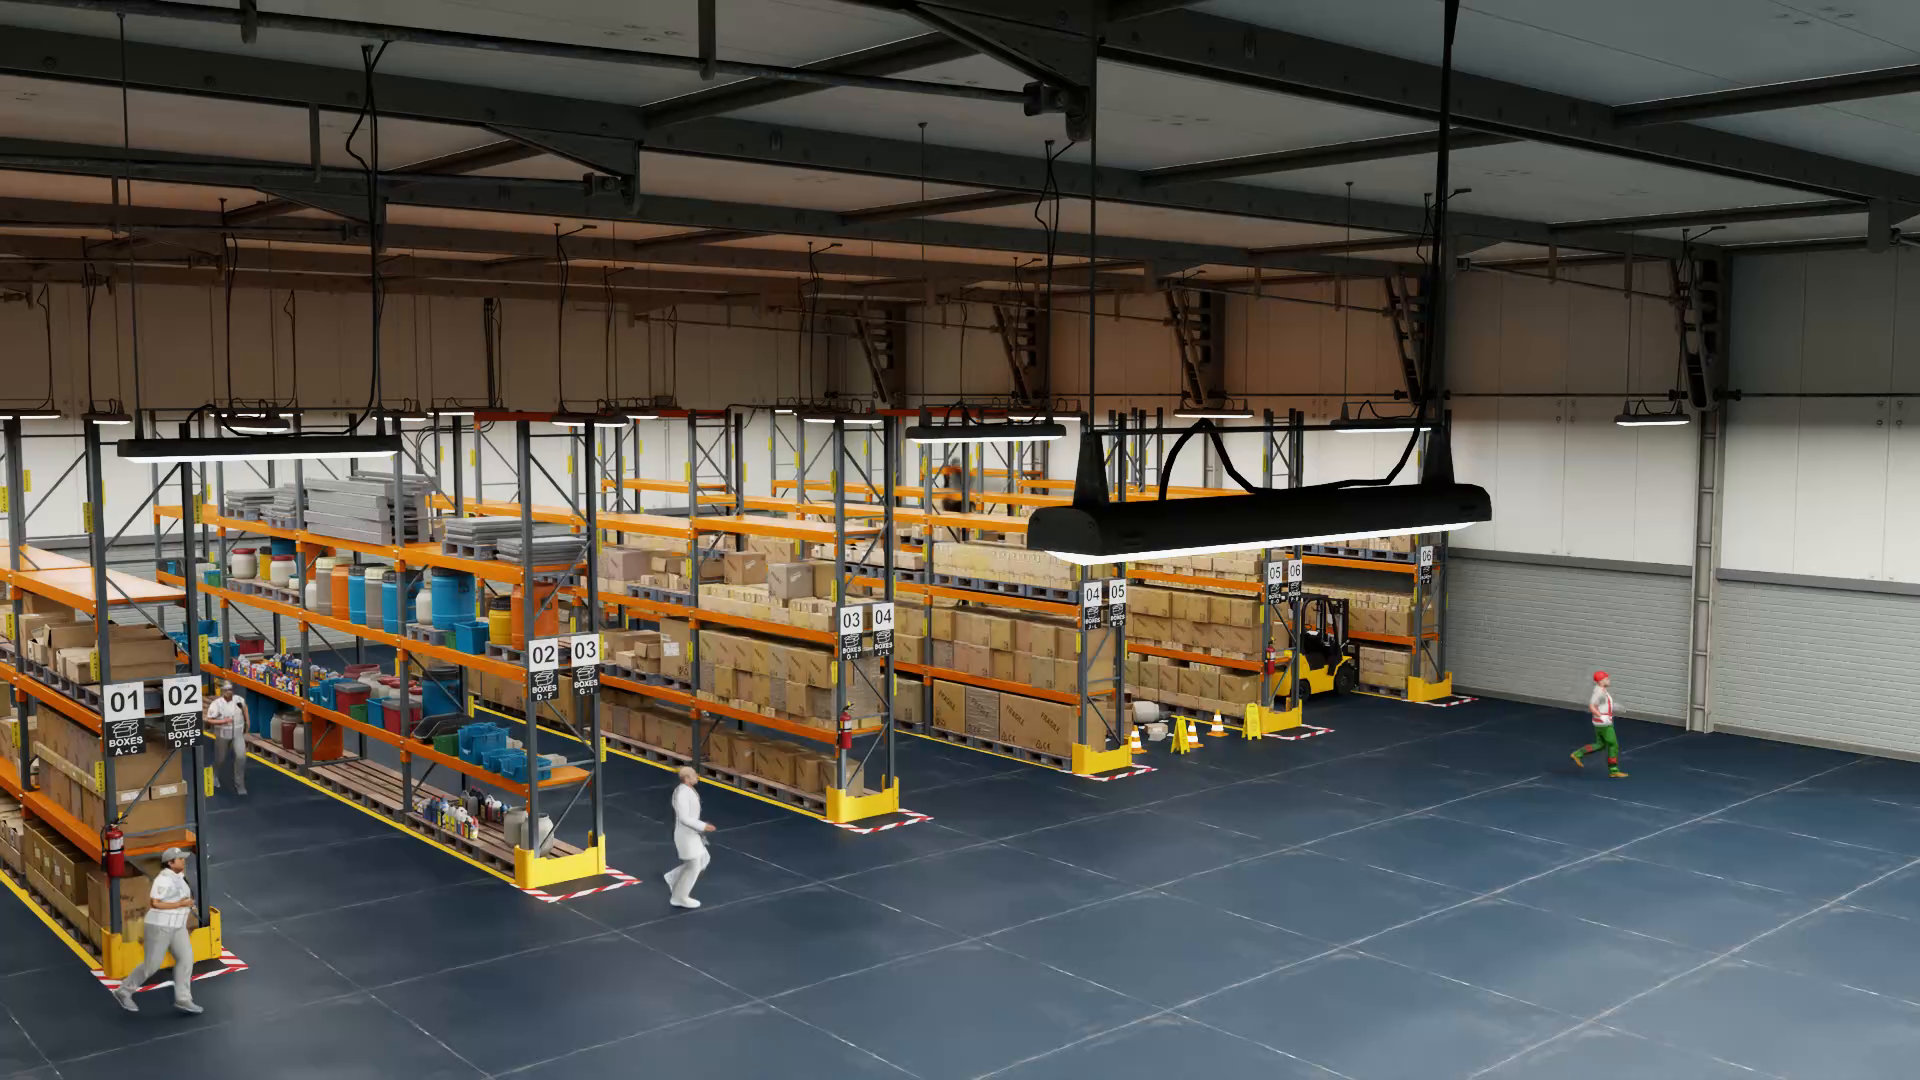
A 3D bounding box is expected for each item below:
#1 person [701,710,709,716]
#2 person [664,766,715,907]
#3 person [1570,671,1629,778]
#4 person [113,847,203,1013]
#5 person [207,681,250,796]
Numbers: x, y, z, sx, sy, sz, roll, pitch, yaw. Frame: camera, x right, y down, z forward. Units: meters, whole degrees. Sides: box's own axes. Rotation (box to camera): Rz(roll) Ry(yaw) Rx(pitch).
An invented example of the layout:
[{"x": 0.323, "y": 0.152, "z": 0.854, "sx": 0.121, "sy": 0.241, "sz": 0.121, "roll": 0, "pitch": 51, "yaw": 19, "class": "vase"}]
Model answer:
[{"x": -5.114, "y": 2.674, "z": 32.870, "sx": 0.564, "sy": 1.559, "sz": 0.576, "roll": -5, "pitch": 7, "yaw": -42, "class": "person"}, {"x": -3.351, "y": 3.659, "z": 20.592, "sx": 0.652, "sy": 1.744, "sz": 0.750, "roll": -1, "pitch": 5, "yaw": -7, "class": "person"}, {"x": 10.601, "y": 3.037, "z": 27.461, "sx": 0.874, "sy": 1.765, "sz": 0.658, "roll": 2, "pitch": 5, "yaw": 18, "class": "person"}, {"x": -8.201, "y": 4.011, "z": 17.169, "sx": 0.881, "sy": 1.659, "sz": 0.645, "roll": 0, "pitch": 5, "yaw": 1, "class": "person"}, {"x": -11.647, "y": 3.127, "z": 26.488, "sx": 0.672, "sy": 1.839, "sz": 0.930, "roll": -4, "pitch": 6, "yaw": -38, "class": "person"}]
